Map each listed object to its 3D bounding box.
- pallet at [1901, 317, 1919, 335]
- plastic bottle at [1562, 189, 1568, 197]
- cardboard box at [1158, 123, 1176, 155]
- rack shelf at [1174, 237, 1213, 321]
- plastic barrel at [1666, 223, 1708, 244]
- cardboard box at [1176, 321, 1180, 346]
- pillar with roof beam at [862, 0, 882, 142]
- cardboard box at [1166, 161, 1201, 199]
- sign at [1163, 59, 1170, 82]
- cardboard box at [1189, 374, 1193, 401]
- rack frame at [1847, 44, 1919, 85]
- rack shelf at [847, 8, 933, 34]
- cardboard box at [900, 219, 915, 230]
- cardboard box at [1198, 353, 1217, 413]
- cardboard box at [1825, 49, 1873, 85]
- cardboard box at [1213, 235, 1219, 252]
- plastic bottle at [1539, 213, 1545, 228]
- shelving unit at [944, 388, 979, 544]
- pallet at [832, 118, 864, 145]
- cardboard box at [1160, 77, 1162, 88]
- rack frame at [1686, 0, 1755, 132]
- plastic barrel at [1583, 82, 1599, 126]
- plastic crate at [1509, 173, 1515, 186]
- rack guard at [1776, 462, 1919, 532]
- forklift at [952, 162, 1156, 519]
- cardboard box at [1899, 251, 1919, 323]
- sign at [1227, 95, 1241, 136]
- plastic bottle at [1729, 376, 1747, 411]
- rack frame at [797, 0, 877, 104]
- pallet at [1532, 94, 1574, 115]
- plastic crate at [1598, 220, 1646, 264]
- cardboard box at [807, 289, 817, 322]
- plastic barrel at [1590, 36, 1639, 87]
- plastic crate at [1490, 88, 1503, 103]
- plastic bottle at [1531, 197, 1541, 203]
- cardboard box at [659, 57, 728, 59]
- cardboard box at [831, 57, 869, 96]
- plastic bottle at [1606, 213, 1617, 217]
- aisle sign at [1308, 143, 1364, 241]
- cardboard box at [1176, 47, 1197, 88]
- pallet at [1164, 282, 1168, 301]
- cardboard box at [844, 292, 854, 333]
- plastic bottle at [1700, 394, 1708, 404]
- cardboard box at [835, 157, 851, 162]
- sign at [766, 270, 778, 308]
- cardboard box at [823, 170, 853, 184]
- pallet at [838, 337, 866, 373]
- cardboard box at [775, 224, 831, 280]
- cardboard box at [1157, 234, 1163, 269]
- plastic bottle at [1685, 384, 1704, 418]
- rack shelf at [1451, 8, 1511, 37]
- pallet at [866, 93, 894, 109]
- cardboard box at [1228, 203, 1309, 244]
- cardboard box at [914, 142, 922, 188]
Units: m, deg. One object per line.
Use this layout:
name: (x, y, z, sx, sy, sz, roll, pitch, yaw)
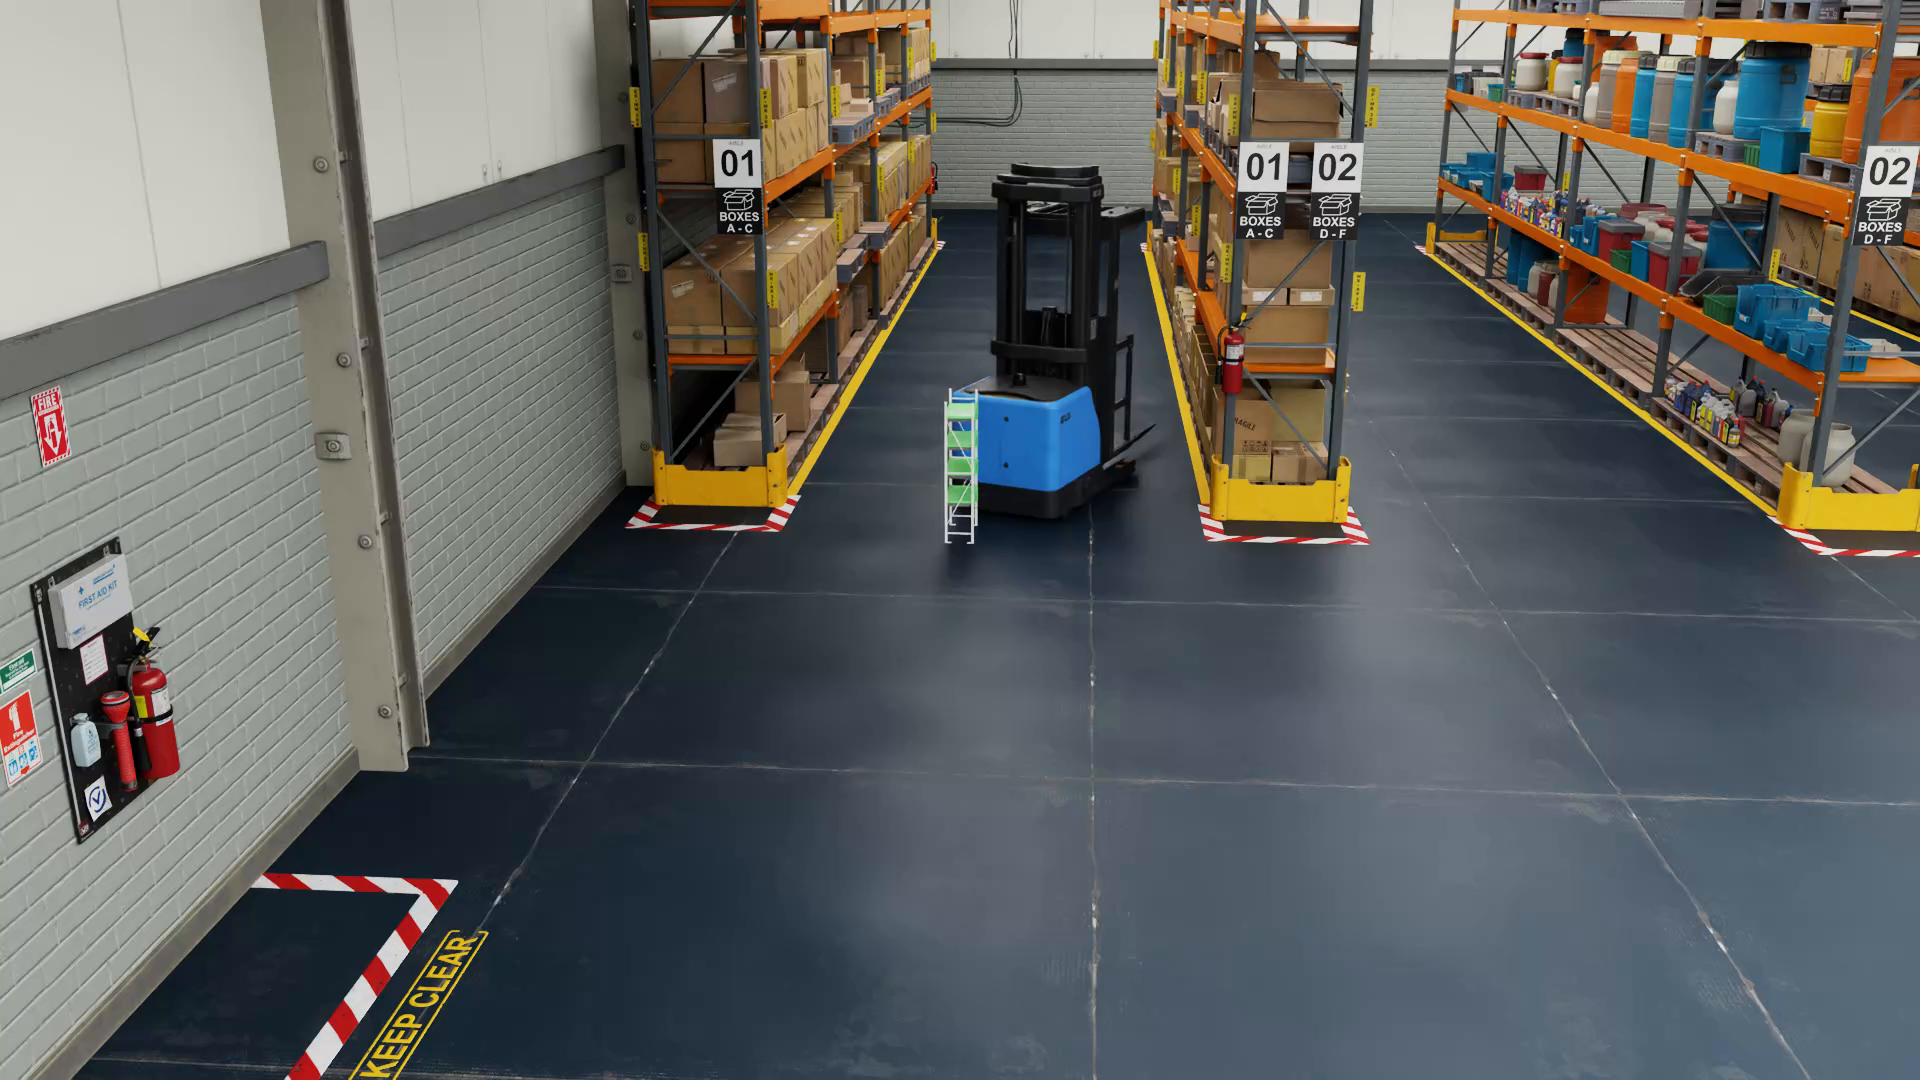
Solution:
pallet: (13.369, -2.828, 22.214, 1.003, 0.211, 1.213, 1, 18, 4)
plastic bottle: (8.845, -4.946, 24.280, 0.144, 0.351, 0.185, 1, 18, 4)
cardboard box: (3.565, -6.689, 27.755, 0.500, 0.500, 0.500, 2, 18, 5)
rack shelf: (3.214, -3.169, 19.932, 1.077, 0.370, 4.000, 1, 18, 4)
plastic barrel: (8.351, -3.362, 19.149, 0.433, 0.535, 0.433, 0, 18, 0)
cardboard box: (2.960, -2.551, 20.632, 0.500, 0.250, 0.500, 1, 18, 2)
pillar with roof beam: (2.614, -10.339, 31.023, 9.100, 9.000, 0.400, 1, 18, 4)
cardboard box: (3.401, -5.264, 24.336, 0.700, 0.500, 0.500, 4, 19, 13)
sign: (3.102, -7.055, 24.989, 0.100, 0.325, 0.005, 1, 18, 4)
cardboard box: (2.735, -1.645, 17.868, 0.500, 0.250, 0.500, 1, 18, 4)
rack frame: (13.524, -8.003, 23.894, 1.000, 3.000, 0.127, 1, 18, 4)
rack shelf: (-1.154, -8.424, 26.977, 1.077, 0.370, 4.000, 1, 18, 4)
cardboard box: (-0.935, -5.136, 27.078, 0.380, 0.149, 0.250, 2, 18, 6)
cardboard box: (2.619, -1.536, 16.330, 0.500, 0.500, 0.500, 1, 18, 4)
cardboard box: (13.521, -7.116, 25.011, 0.700, 0.500, 0.500, 0, 18, 1)
cardboard box: (2.840, -3.088, 17.328, 0.380, 0.149, 0.250, 2, 18, 5)
plastic bottle: (7.993, -4.380, 22.791, 0.097, 0.201, 0.097, 0, 18, 0)
shelving unit: (0.012, -0.622, 13.893, 0.258, 1.200, 0.503, 1, 18, 4)
pallet: (-1.720, -4.525, 18.398, 1.213, 0.211, 1.003, 1, 18, 4)
cardboard box: (3.557, -7.506, 27.438, 0.500, 0.250, 0.500, 1, 18, 4)
rack frame: (8.011, -5.629, 16.649, 1.000, 3.000, 0.127, 1, 18, 4)
plastic barrel: (7.970, -5.409, 20.617, 0.421, 0.512, 0.421, 0, 18, 0)
plastic crate: (8.877, -5.705, 26.610, 0.437, 0.282, 0.530, 1, 18, 4)
rack guard: (7.683, -0.372, 14.256, 1.175, 0.500, 0.348, 1, 18, 4)
forklift: (1.010, -1.989, 15.286, 1.130, 2.935, 3.031, 9, 20, 25)
cardboard box: (13.308, -3.313, 21.955, 1.225, 0.875, 0.875, 0, 18, 1)
sign: (2.243, -3.472, 13.590, 0.100, 0.325, 0.005, 1, 18, 4)
plastic bottle: (8.108, -1.525, 17.307, 0.144, 0.351, 0.185, 1, 18, 4)
rack frame: (-1.584, -7.092, 21.115, 1.000, 3.000, 0.127, 1, 18, 4)
pallet: (8.547, -6.000, 22.903, 1.003, 0.211, 1.213, 1, 18, 4)
plastic crate: (7.876, -3.555, 19.854, 0.402, 0.464, 0.583, 1, 18, 4)
cardboard box: (-1.702, -2.316, 16.382, 0.500, 0.250, 0.500, 1, 18, 4)
plastic barrel: (8.341, -6.025, 21.313, 0.600, 0.830, 0.708, 1, 18, 4)
plastic crate: (8.313, -6.726, 25.154, 0.450, 0.188, 0.662, 1, 18, 4)
plastic bottle: (8.256, -4.777, 23.884, 0.152, 0.276, 0.135, 1, 18, 4)
cardboard box: (-2.359, -4.024, 14.770, 0.500, 0.500, 0.500, 2, 18, 7)
cardboard box: (-1.568, -6.412, 22.991, 0.700, 0.500, 0.500, 2, 18, 7)
plastic bottle: (8.684, -4.232, 22.221, 0.152, 0.276, 0.135, 1, 18, 4)
aisle sign: (3.084, -2.855, 13.645, 0.394, 0.787, 0.004, 1, 18, 4)
cardboard box: (3.534, -6.939, 24.471, 0.600, 0.600, 0.600, 0, 18, -1)
pallet: (3.623, -3.796, 25.168, 1.003, 0.211, 1.213, 1, 18, 4)
cardboard box: (-1.737, -2.880, 21.204, 0.700, 0.500, 0.500, 1, 18, 4)
plastic bottle: (7.552, -1.344, 16.882, 0.097, 0.271, 0.097, 0, 18, 0)
cardboard box: (-1.770, -5.103, 22.806, 0.500, 0.250, 0.500, 1, 18, 2)
sign: (-1.616, -2.156, 14.295, 0.100, 0.325, 0.005, 1, 18, 4)
cardboard box: (-1.579, -4.698, 21.535, 0.380, 0.149, 0.250, -1, 18, -3)
pallet: (-1.732, -2.296, 20.590, 1.003, 0.211, 1.213, 1, 18, 4)
cardboard box: (-1.626, -2.985, 17.219, 0.500, 0.500, 0.500, 1, 18, 4)
cardboard box: (3.402, -4.579, 26.387, 0.500, 0.500, 0.500, 1, 18, 4)
plastic bottle: (7.525, -1.428, 17.011, 0.144, 0.351, 0.185, 1, 18, 2)
rack shelf: (8.728, -8.203, 26.302, 1.077, 0.370, 4.000, 1, 18, 4)
pallet: (-1.514, -6.126, 23.286, 1.003, 0.211, 1.213, 2, 18, 6)
cardboard box: (2.937, -2.948, 15.859, 0.700, 0.500, 0.500, 1, 18, 4)
cardboard box: (-1.142, -6.247, 27.689, 0.980, 0.700, 0.700, 0, 18, 1)
